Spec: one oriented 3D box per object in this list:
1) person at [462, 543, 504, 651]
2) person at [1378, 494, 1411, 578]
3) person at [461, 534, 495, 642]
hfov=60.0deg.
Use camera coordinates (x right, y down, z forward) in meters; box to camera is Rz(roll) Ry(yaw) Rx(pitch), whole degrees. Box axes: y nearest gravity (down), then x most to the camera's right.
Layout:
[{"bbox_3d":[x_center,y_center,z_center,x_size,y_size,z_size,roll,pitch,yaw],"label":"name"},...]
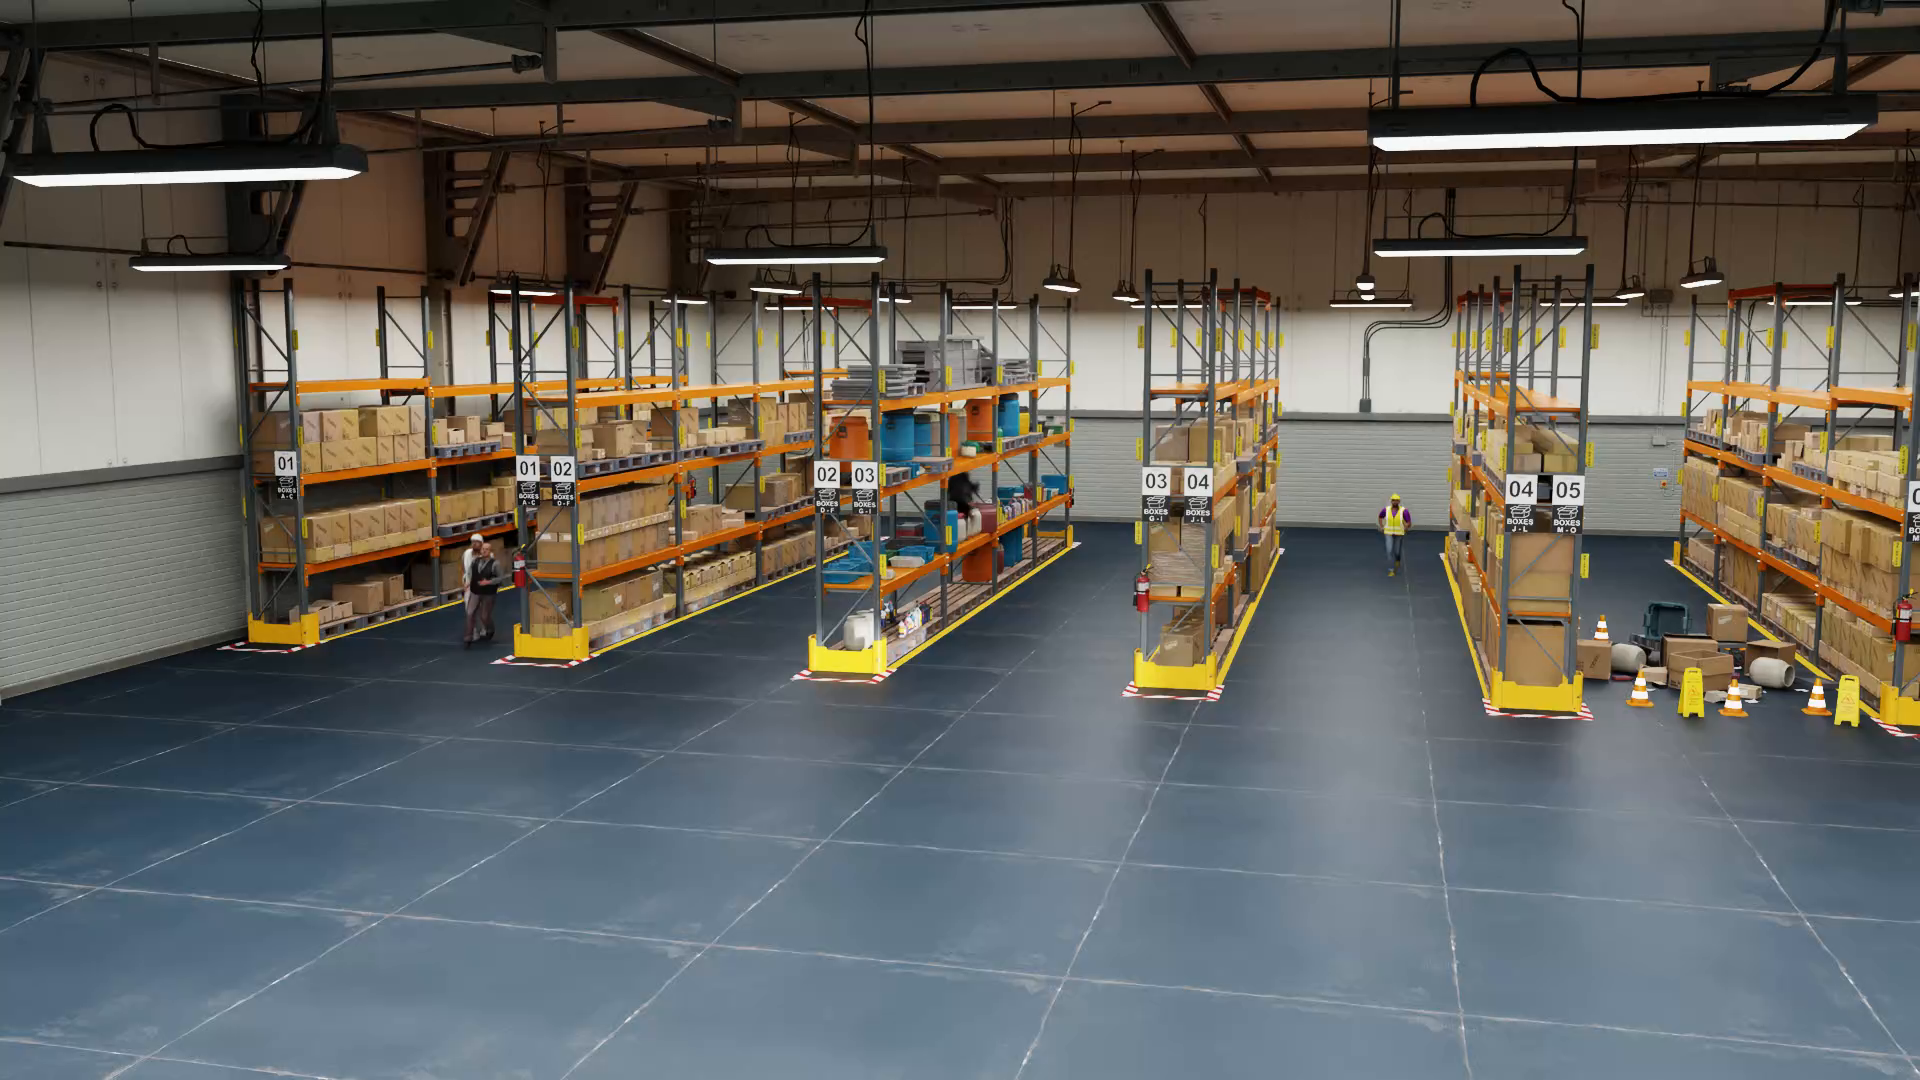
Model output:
[{"bbox_3d":[-7.779,0.902,27.246,0.676,1.720,0.902,1,7,7],"label":"person"},{"bbox_3d":[9.270,-0.107,35.513,0.700,1.757,0.866,2,7,17],"label":"person"},{"bbox_3d":[-8.084,0.801,27.823,0.670,1.813,0.691,0,7,1],"label":"person"}]
